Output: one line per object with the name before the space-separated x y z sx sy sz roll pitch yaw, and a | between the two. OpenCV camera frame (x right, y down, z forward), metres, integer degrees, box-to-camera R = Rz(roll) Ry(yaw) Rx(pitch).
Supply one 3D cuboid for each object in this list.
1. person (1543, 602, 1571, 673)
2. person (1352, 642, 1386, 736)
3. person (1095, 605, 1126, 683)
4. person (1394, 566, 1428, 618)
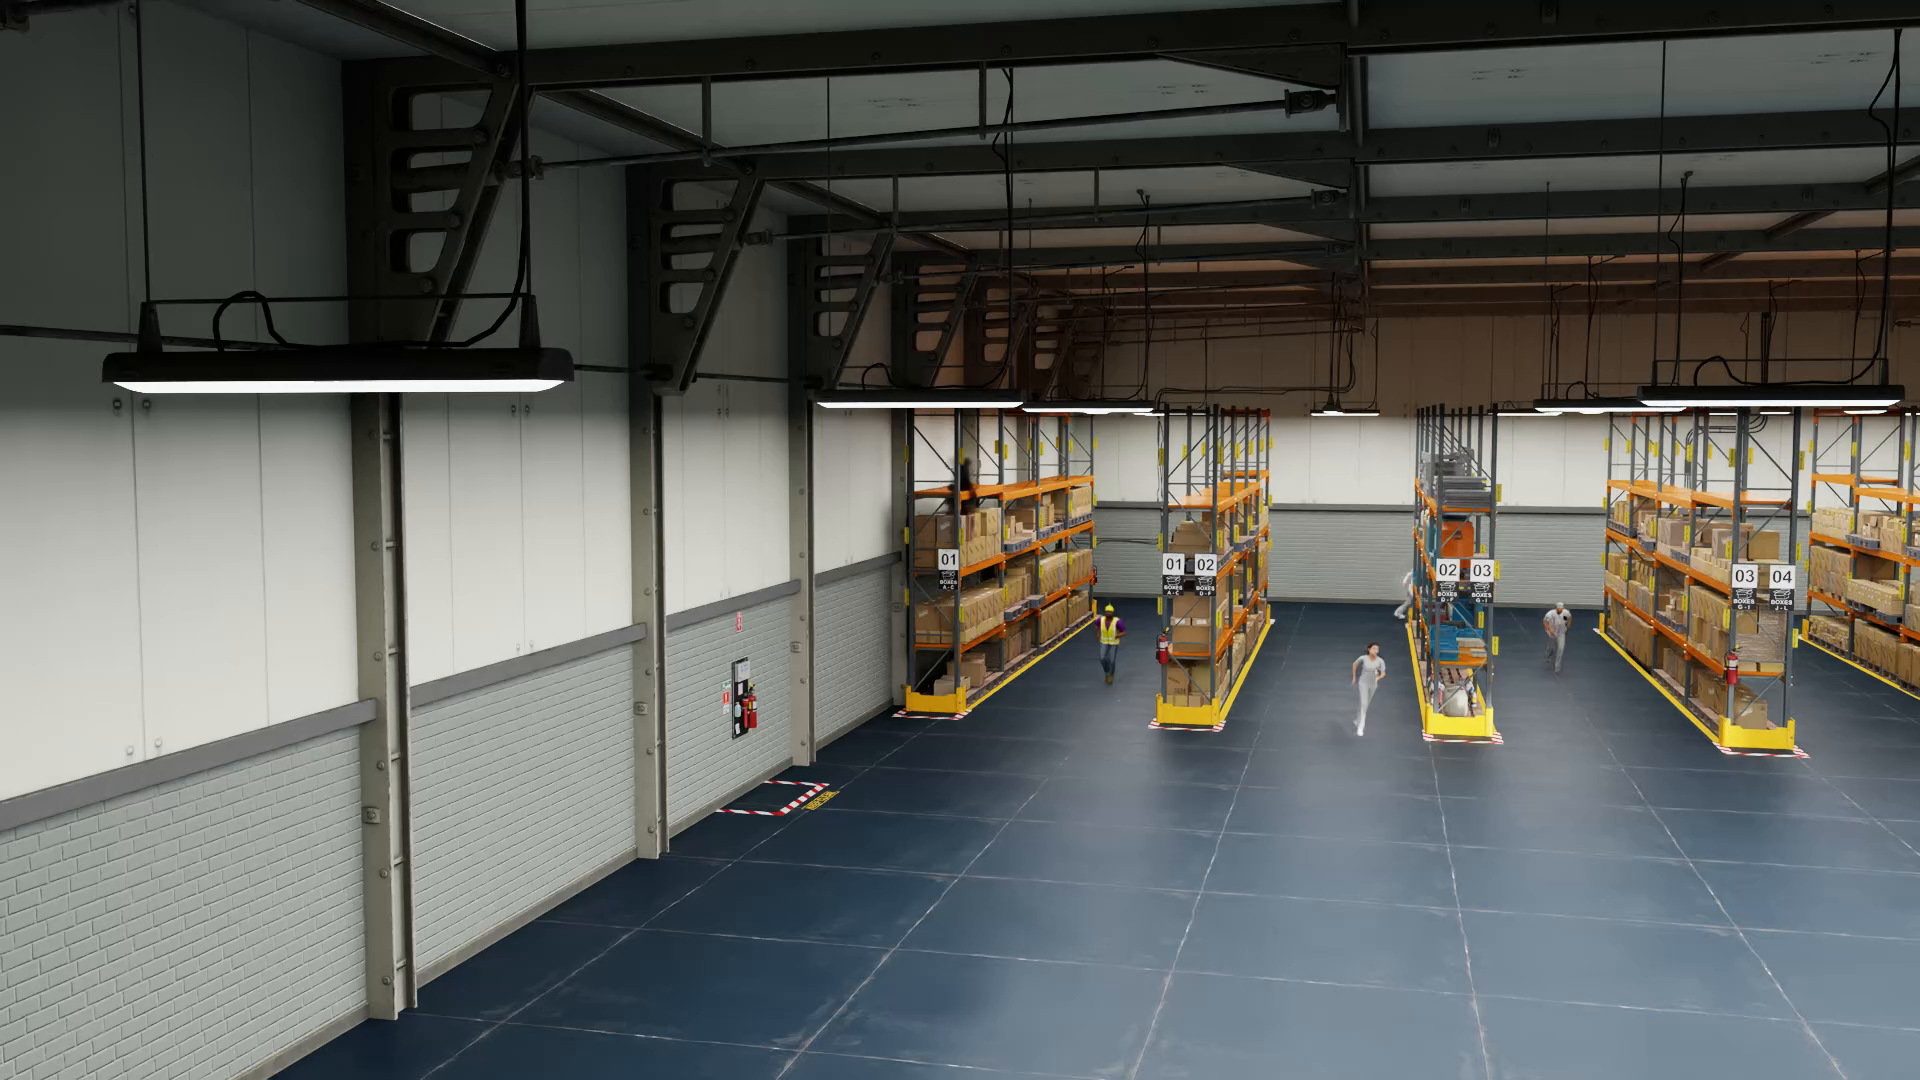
person | 13.614 2.187 37.996 0.629 1.629 1.001 0 4 0
person | 7.410 2.667 30.248 0.613 1.645 0.913 0 4 -5
person | 3.248 2.260 36.080 0.724 1.725 0.773 1 4 15
person | 12.920 1.462 47.205 1.192 1.603 0.709 4 5 40
